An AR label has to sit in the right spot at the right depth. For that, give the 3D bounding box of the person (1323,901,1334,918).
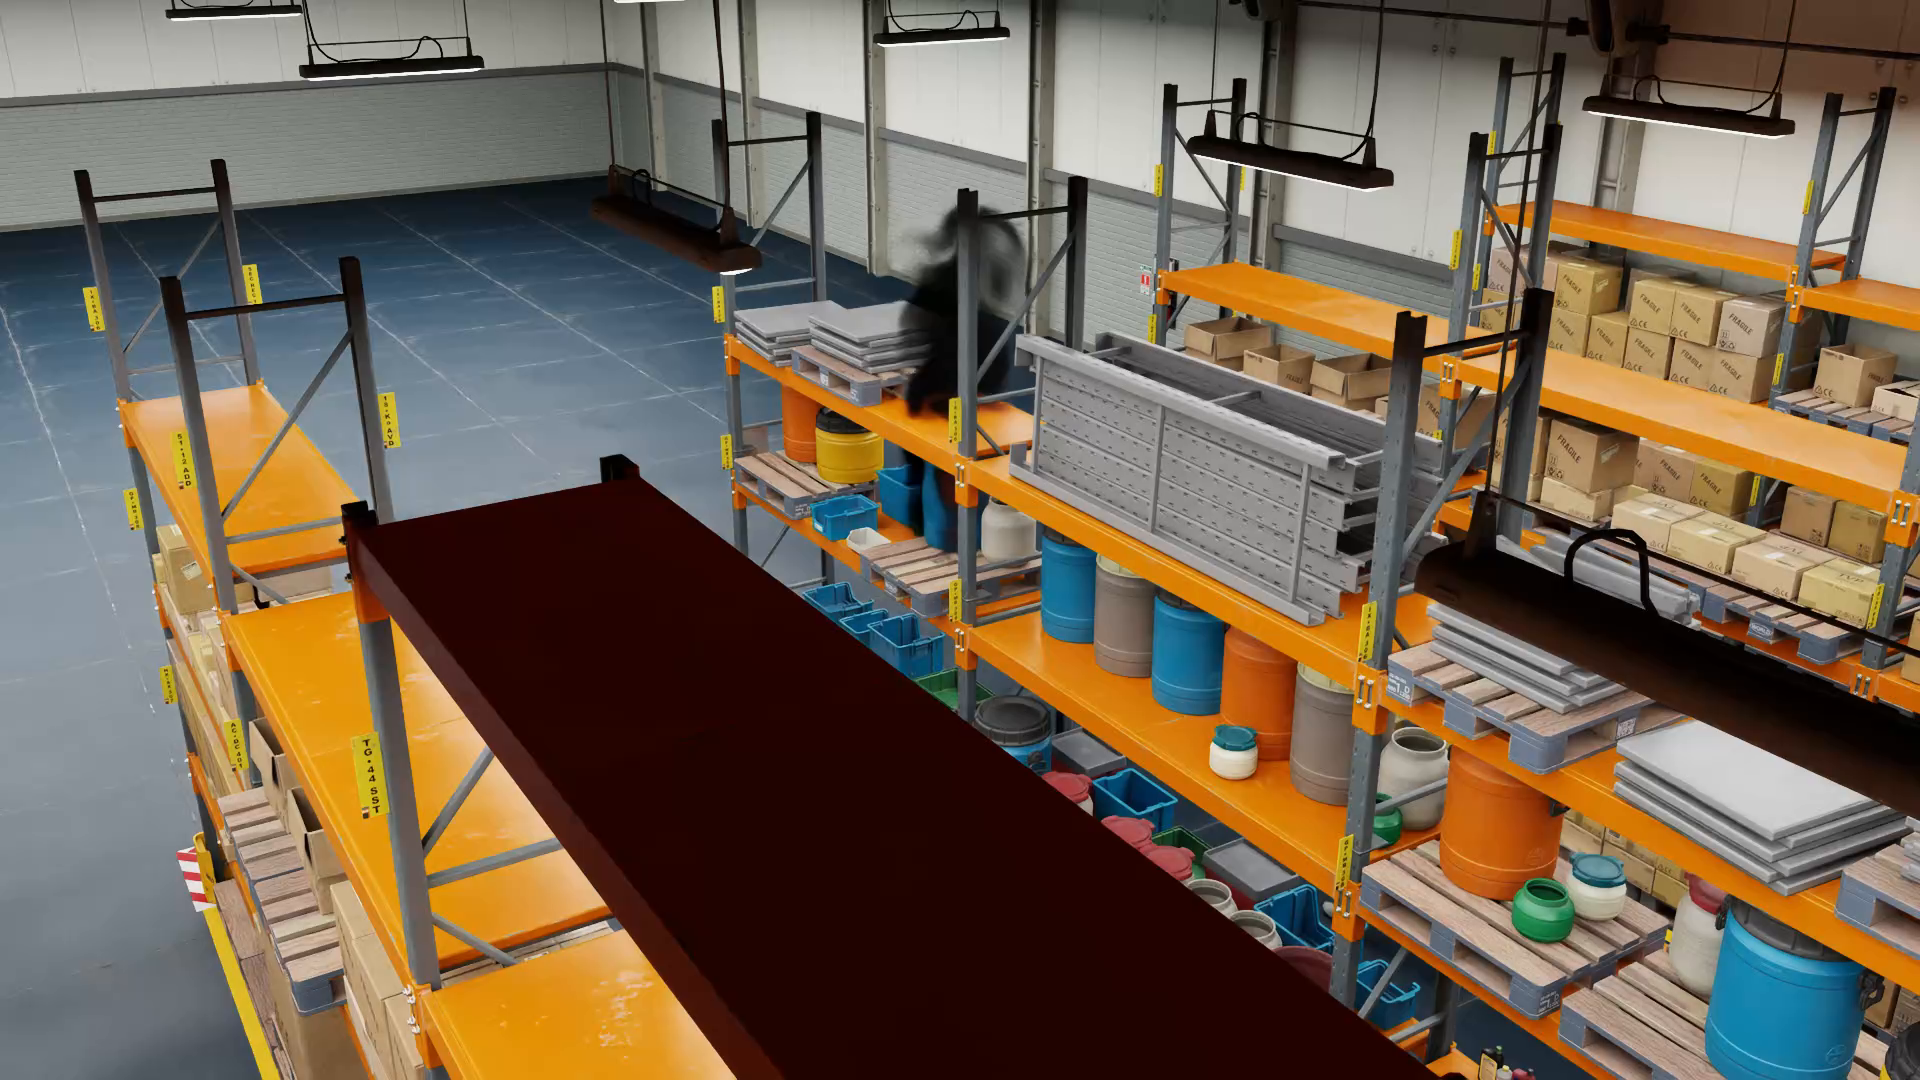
[{"bbox_3d":[3.283,2.359,13.197,0.714,1.733,0.791,-18,28,-37],"label":"person"}]
